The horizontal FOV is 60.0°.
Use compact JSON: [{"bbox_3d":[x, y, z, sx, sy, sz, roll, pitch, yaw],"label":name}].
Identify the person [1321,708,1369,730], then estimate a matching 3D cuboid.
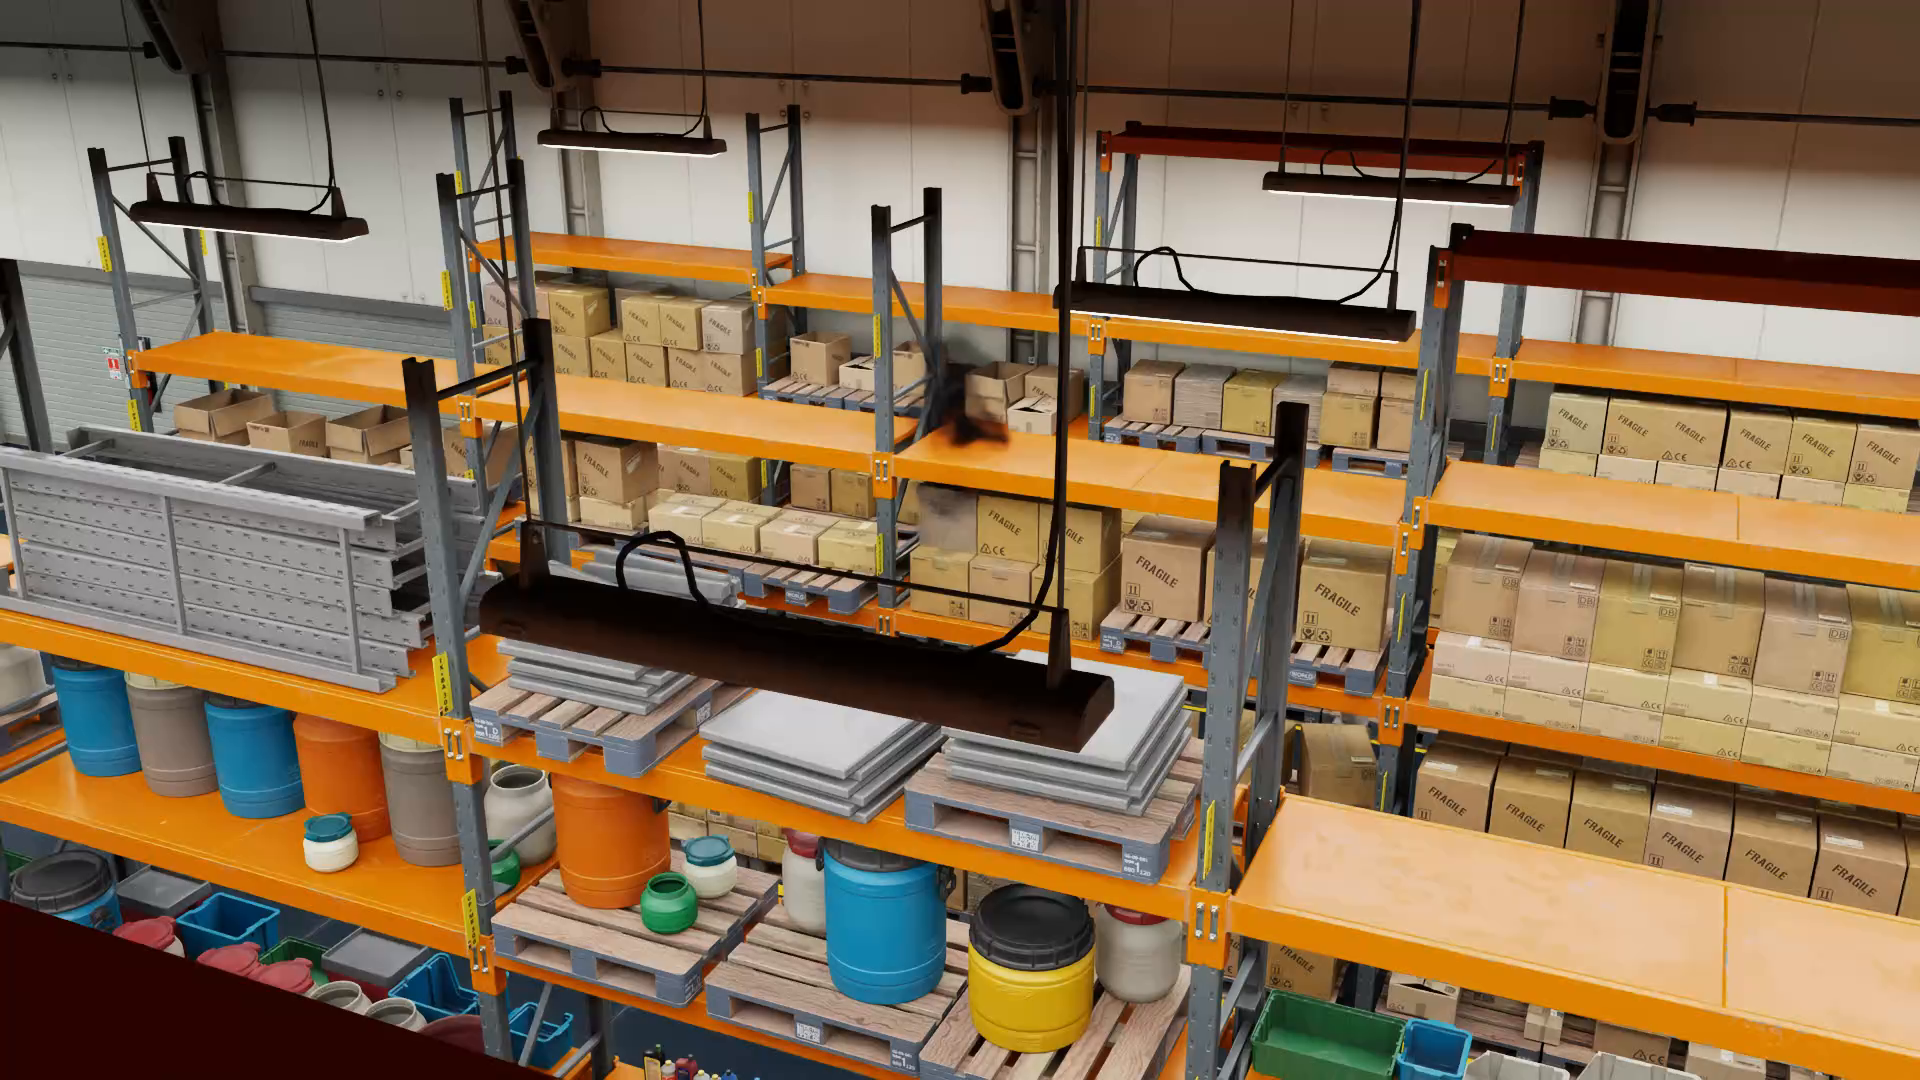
[{"bbox_3d":[3.582,1.672,15.354,0.564,1.625,0.550,2,21,7],"label":"person"}]
